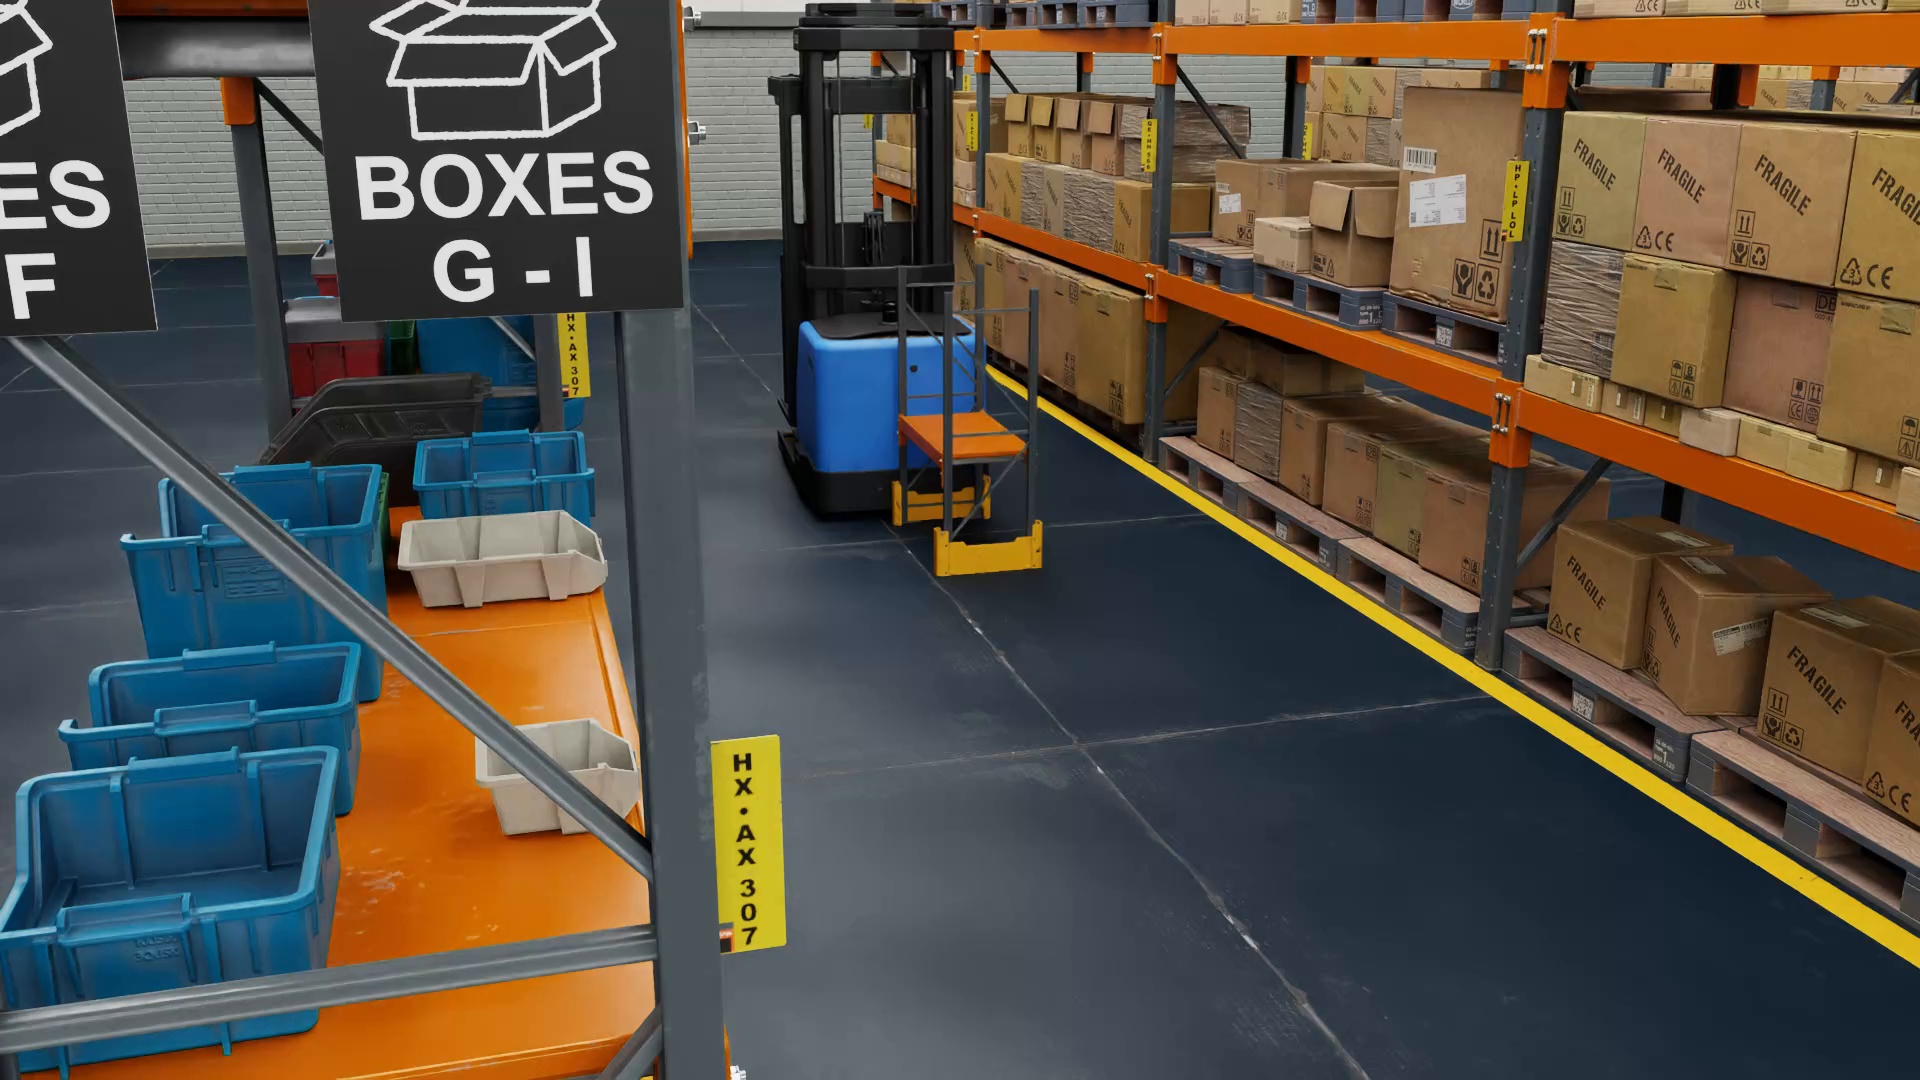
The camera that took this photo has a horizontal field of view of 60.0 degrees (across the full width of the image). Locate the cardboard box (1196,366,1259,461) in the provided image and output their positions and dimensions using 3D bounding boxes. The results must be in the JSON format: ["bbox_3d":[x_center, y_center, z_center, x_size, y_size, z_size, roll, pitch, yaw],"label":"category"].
[{"bbox_3d":[1.939,-0.830,10.583,0.700,0.500,0.500,-6,18,-18],"label":"cardboard box"}]

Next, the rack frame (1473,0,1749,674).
[{"bbox_3d":[2.835,-0.894,7.215,1.000,3.000,0.127,-5,17,-15],"label":"rack frame"}]

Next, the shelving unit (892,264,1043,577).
[{"bbox_3d":[0.022,-0.693,9.151,0.587,1.500,1.083,-4,17,-15],"label":"shelving unit"}]

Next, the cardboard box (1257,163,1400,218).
[{"bbox_3d":[2.172,-1.957,9.849,0.700,0.500,0.500,-2,17,-7],"label":"cardboard box"}]

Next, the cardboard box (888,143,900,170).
[{"bbox_3d":[-0.441,-3.987,17.254,0.500,0.250,0.500,-5,17,-16],"label":"cardboard box"}]

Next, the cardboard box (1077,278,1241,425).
[{"bbox_3d":[1.566,-1.377,11.785,1.225,0.875,0.875,-6,18,-18],"label":"cardboard box"}]

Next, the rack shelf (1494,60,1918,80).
[{"bbox_3d":[5.983,-4.010,13.625,1.077,0.370,4.000,-5,17,-15],"label":"rack shelf"}]

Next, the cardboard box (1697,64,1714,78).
[{"bbox_3d":[8.998,-5.567,19.730,0.380,0.149,0.250,-4,17,-14],"label":"cardboard box"}]

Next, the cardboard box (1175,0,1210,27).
[{"bbox_3d":[1.620,-3.215,9.989,0.500,0.250,0.500,-4,17,-14],"label":"cardboard box"}]

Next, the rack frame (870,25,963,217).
[{"bbox_3d":[-0.463,-4.214,18.265,1.000,3.000,0.127,-5,17,-15],"label":"rack frame"}]

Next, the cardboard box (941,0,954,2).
[{"bbox_3d":[0.220,-5.201,15.262,0.700,0.500,0.500,-4,17,-12],"label":"cardboard box"}]

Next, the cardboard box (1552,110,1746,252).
[{"bbox_3d":[2.714,-1.419,6.533,0.500,0.500,0.500,-5,17,-15],"label":"cardboard box"}]

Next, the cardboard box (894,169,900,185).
[{"bbox_3d":[-0.467,-3.755,17.176,0.380,0.149,0.250,-5,17,-16],"label":"cardboard box"}]

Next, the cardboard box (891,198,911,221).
[{"bbox_3d":[-0.210,-3.226,17.942,0.875,0.875,0.875,-5,17,-15],"label":"cardboard box"}]

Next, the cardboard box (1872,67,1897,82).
[{"bbox_3d":[9.806,-4.870,17.410,0.380,0.149,0.250,-4,17,-14],"label":"cardboard box"}]

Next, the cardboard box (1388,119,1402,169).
[{"bbox_3d":[4.751,-4.055,17.045,0.500,0.500,0.500,-5,17,-16],"label":"cardboard box"}]

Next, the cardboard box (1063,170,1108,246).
[{"bbox_3d":[1.084,-2.447,12.211,0.500,0.500,0.500,-5,18,-17],"label":"cardboard box"}]

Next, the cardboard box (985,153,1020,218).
[{"bbox_3d":[0.522,-3.008,14.078,0.500,0.500,0.500,-5,17,-15],"label":"cardboard box"}]

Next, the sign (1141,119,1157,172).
[{"bbox_3d":[1.203,-2.510,10.583,0.100,0.325,0.005,-5,17,-15],"label":"sign"}]

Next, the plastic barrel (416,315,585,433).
[{"bbox_3d":[-1.742,-0.874,6.275,0.600,0.901,0.708,-5,17,-15],"label":"plastic barrel"}]

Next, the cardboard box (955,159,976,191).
[{"bbox_3d":[0.263,-3.279,14.898,0.500,0.250,0.500,-5,17,-16],"label":"cardboard box"}]

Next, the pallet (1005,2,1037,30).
[{"bbox_3d":[0.936,-4.202,13.347,0.805,0.209,1.217,-5,18,-17],"label":"pallet"}]

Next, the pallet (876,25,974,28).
[{"bbox_3d":[-0.249,-5.403,17.166,1.003,0.211,1.213,-5,17,-15],"label":"pallet"}]

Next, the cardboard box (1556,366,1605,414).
[{"bbox_3d":[2.661,-0.621,6.740,0.380,0.149,0.250,-5,17,-15],"label":"cardboard box"}]

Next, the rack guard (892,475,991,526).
[{"bbox_3d":[-0.110,-0.233,9.791,0.587,0.250,0.087,-4,17,-15],"label":"rack guard"}]

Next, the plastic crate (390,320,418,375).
[{"bbox_3d":[-2.677,-0.861,7.471,0.450,0.188,0.662,-5,17,-15],"label":"plastic crate"}]

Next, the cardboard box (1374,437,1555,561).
[{"bbox_3d":[2.574,-0.213,8.527,0.700,0.500,0.500,-5,17,-16],"label":"cardboard box"}]

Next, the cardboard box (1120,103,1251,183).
[{"bbox_3d":[1.550,-2.733,11.417,0.797,0.503,0.637,-4,17,-13],"label":"cardboard box"}]

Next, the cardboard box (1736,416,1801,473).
[{"bbox_3d":[2.972,-0.347,5.829,0.380,0.149,0.250,-5,17,-15],"label":"cardboard box"}]

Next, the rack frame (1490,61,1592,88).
[{"bbox_3d":[5.433,-3.471,15.794,1.000,3.000,0.127,-5,17,-15],"label":"rack frame"}]

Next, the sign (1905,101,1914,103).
[{"bbox_3d":[9.632,-4.299,16.907,0.100,0.325,0.005,-5,17,-15],"label":"sign"}]

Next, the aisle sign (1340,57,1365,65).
[{"bbox_3d":[4.602,-5.867,19.250,0.394,0.787,0.004,-5,17,-15],"label":"aisle sign"}]

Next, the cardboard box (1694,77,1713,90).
[{"bbox_3d":[9.072,-5.226,19.724,0.500,0.500,0.500,-5,17,-17],"label":"cardboard box"}]

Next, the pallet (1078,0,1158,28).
[{"bbox_3d":[1.508,-3.521,11.073,1.213,0.211,1.003,-4,17,-13],"label":"pallet"}]

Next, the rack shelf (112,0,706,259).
[{"bbox_3d":[-1.378,-1.042,3.742,1.077,0.370,4.000,-5,17,-15],"label":"rack shelf"}]

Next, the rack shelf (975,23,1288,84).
[{"bbox_3d":[1.186,-3.646,12.412,1.077,0.370,4.000,-5,17,-15],"label":"rack shelf"}]

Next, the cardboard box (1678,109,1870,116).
[{"bbox_3d":[3.223,-1.461,6.672,0.500,0.500,0.500,-5,17,-15],"label":"cardboard box"}]

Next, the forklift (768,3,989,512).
[{"bbox_3d":[-0.634,-1.947,10.840,1.130,2.935,3.031,-3,17,-11],"label":"forklift"}]

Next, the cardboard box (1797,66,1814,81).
[{"bbox_3d":[9.483,-5.147,18.332,0.380,0.149,0.250,-5,17,-16],"label":"cardboard box"}]

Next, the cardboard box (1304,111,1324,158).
[{"bbox_3d":[4.192,-4.622,18.934,0.500,0.500,0.500,-4,17,-13],"label":"cardboard box"}]

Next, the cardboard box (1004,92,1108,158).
[{"bbox_3d":[0.820,-3.459,13.837,0.797,0.503,0.637,-5,17,-17],"label":"cardboard box"}]

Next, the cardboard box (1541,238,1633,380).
[{"bbox_3d":[2.899,-0.955,6.727,0.875,0.500,0.500,-5,17,-15],"label":"cardboard box"}]

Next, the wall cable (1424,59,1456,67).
[{"bbox_3d":[7.493,-7.056,25.909,0.585,1.953,0.123,-5,17,-15],"label":"wall cable"}]

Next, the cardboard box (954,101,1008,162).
[{"bbox_3d":[0.253,-3.643,14.806,0.500,0.500,0.500,-4,17,-14],"label":"cardboard box"}]

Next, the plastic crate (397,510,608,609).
[{"bbox_3d":[-1.238,0.053,4.521,0.530,0.136,0.437,-5,17,-15],"label":"plastic crate"}]

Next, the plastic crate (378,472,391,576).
[{"bbox_3d":[-1.826,-0.003,4.618,0.450,0.188,0.662,-5,17,-15],"label":"plastic crate"}]

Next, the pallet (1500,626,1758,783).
[{"bbox_3d":[3.053,0.624,7.007,1.003,0.211,1.213,-5,17,-15],"label":"pallet"}]

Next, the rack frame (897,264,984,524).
[{"bbox_3d":[-0.109,-0.832,9.613,0.500,1.500,0.032,-4,17,-15],"label":"rack frame"}]

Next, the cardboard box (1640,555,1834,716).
[{"bbox_3d":[3.071,0.373,6.610,0.500,0.500,0.500,1,17,2],"label":"cardboard box"}]

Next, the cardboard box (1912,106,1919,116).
[{"bbox_3d":[6.786,-2.627,11.071,0.700,0.500,0.500,-5,17,-16],"label":"cardboard box"}]

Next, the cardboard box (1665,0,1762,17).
[{"bbox_3d":[2.862,-1.968,5.837,0.500,0.250,0.500,-5,17,-16],"label":"cardboard box"}]

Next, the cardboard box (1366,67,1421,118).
[{"bbox_3d":[4.612,-4.676,17.377,0.500,0.500,0.500,-5,18,-17],"label":"cardboard box"}]

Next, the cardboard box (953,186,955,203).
[{"bbox_3d":[0.096,-3.187,15.286,0.380,0.149,0.250,-5,17,-16],"label":"cardboard box"}]

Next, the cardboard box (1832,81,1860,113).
[{"bbox_3d":[9.638,-4.667,17.863,0.500,0.500,0.500,-5,17,-16],"label":"cardboard box"}]

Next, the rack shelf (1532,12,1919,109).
[{"bbox_3d":[3.384,-1.433,5.045,1.077,0.370,4.000,-5,17,-15],"label":"rack shelf"}]

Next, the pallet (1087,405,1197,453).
[{"bbox_3d":[1.591,-0.889,12.045,1.003,0.211,1.213,-5,17,-15],"label":"pallet"}]
